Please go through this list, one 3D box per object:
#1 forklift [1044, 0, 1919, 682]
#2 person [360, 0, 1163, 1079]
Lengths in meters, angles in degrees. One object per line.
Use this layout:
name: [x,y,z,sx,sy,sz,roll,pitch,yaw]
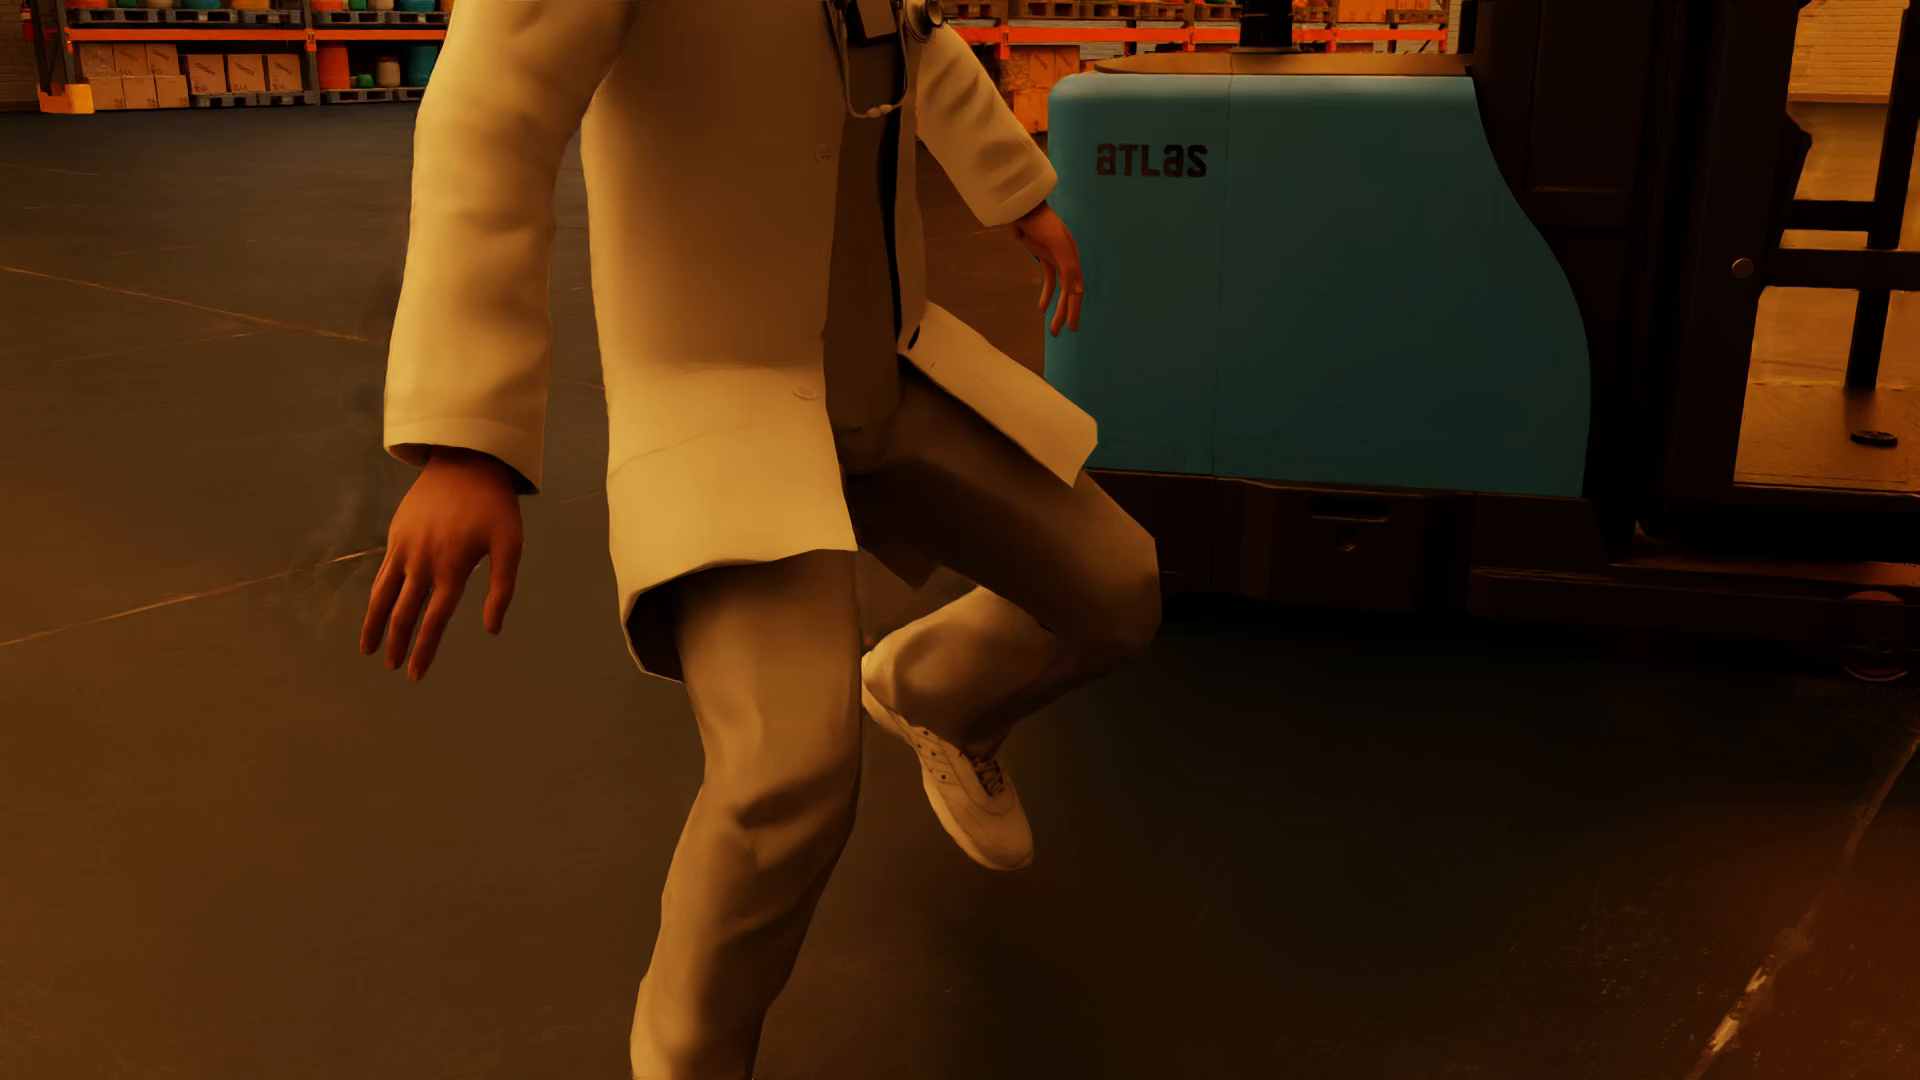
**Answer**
forklift: [1.731,-1.296,3.167,3.031,2.935,1.130,4,17,13]
person: [-0.179,-0.162,1.755,0.542,1.658,1.120,13,21,36]
